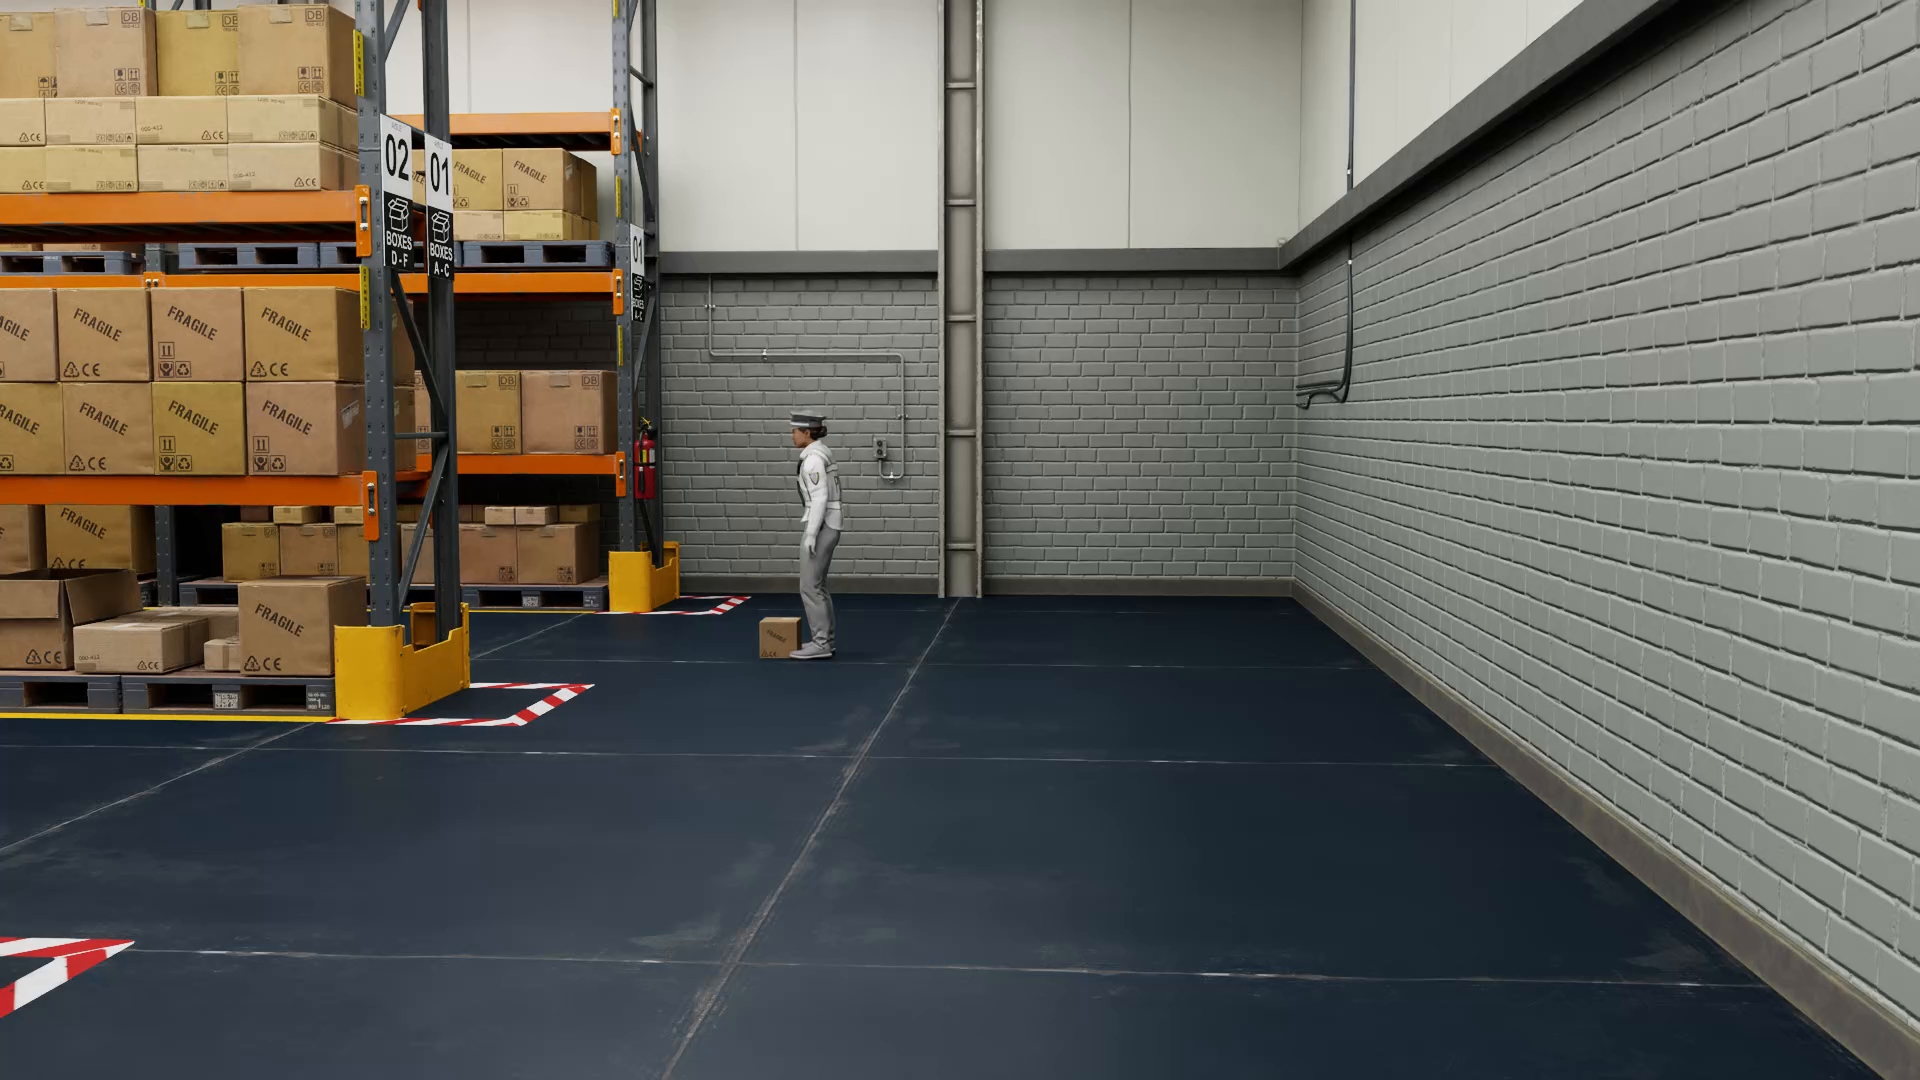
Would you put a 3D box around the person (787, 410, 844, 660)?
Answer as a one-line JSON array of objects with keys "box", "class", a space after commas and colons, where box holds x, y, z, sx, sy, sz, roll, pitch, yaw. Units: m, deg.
[{"box": [-0.966, -0.041, 11.170, 0.375, 1.662, 0.532, 0, 4, 1], "class": "person"}]
